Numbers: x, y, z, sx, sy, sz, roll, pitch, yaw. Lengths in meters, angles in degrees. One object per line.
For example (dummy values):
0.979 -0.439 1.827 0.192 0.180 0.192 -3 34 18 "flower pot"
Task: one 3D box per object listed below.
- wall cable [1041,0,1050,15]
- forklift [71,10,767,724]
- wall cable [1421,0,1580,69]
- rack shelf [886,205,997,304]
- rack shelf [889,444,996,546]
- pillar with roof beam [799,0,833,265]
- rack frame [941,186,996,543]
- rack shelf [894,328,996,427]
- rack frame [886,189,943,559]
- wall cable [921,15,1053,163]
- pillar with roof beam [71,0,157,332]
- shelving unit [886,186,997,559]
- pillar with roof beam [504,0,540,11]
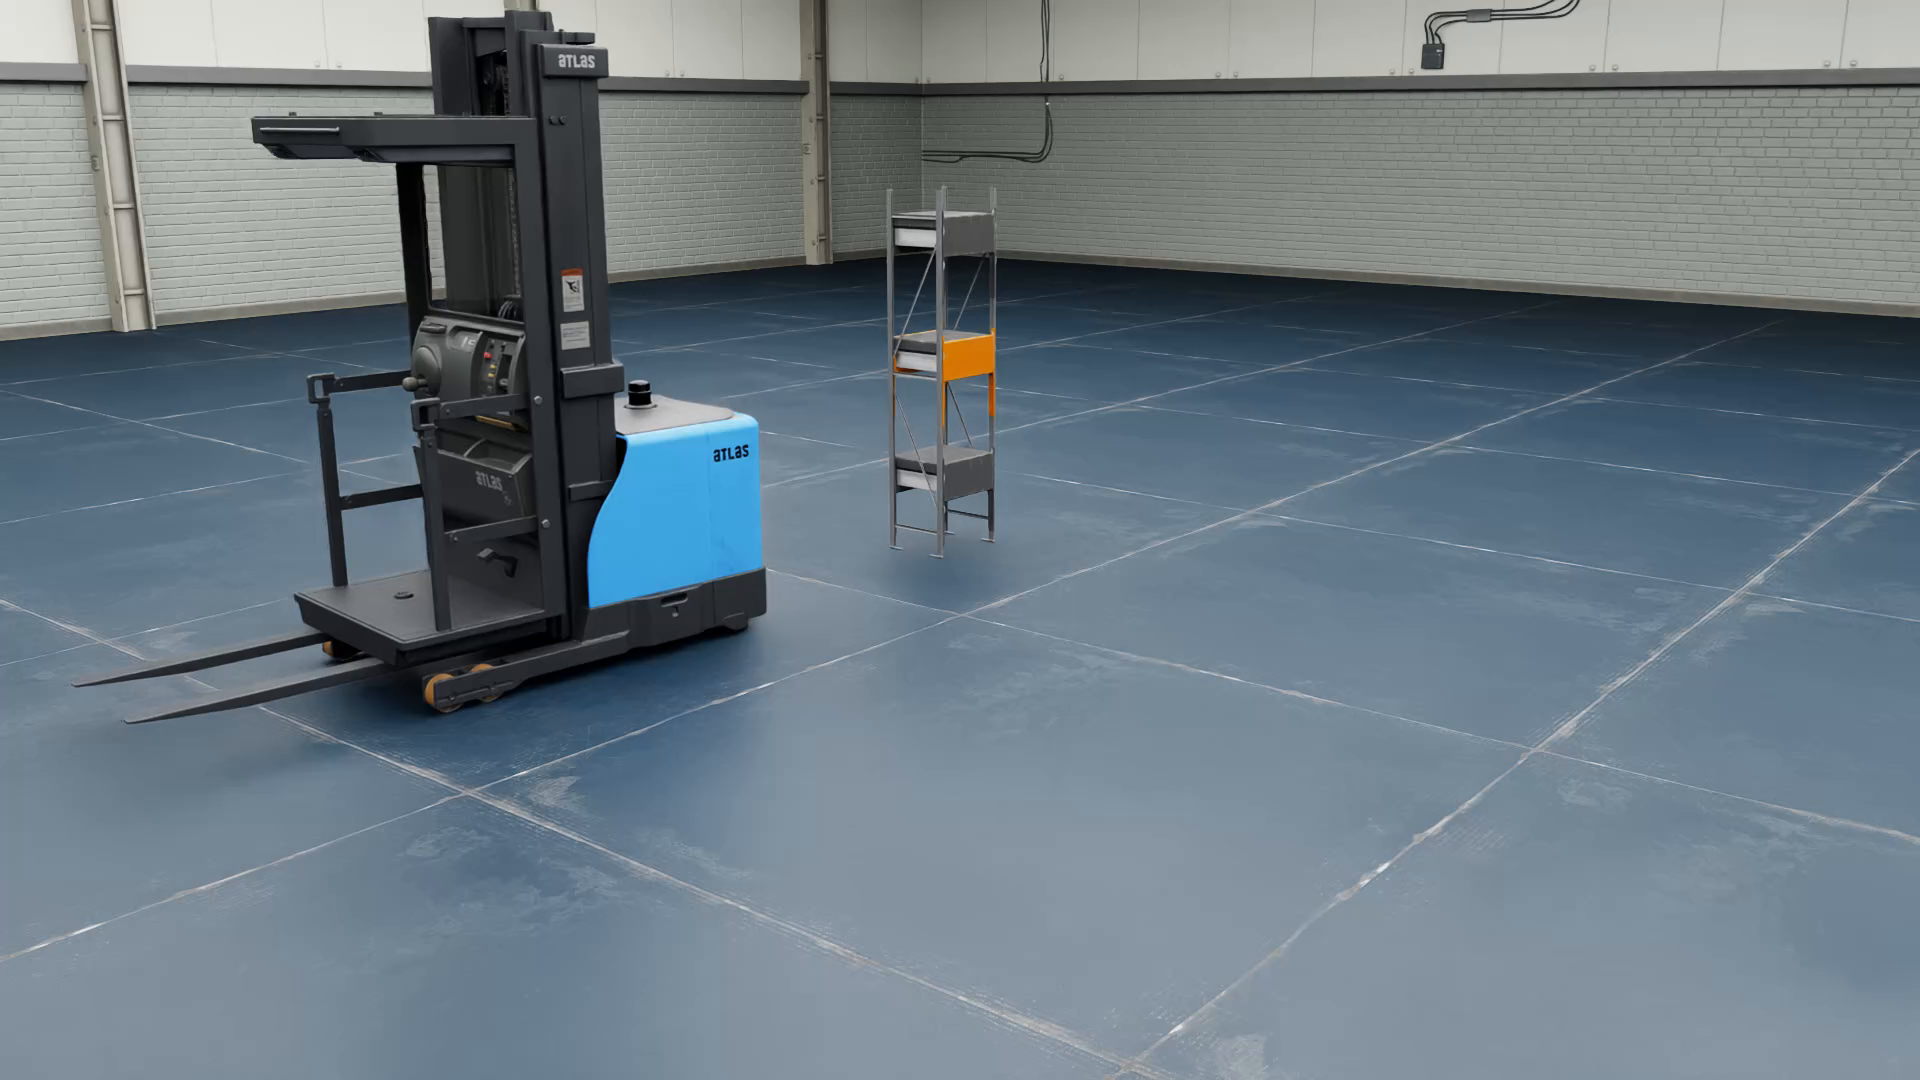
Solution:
2.507 -10.099 27.649 3.097 2.526 0.112 11 18 38 "wall cable"
-2.377 -0.817 7.387 3.031 2.935 1.130 -14 20 -43 "forklift"
7.777 -9.751 23.323 2.305 6.003 0.169 11 18 38 "wall cable"
-0.104 -1.651 9.571 0.431 0.518 0.480 11 18 38 "rack shelf"
-0.104 -0.294 9.915 0.431 0.518 0.480 11 18 38 "rack shelf"
0.871 -8.549 25.499 9.100 9.000 0.400 11 18 38 "pillar with roof beam"
0.049 -1.033 9.924 0.400 2.100 0.015 11 18 38 "rack frame"
-0.104 -0.973 9.743 0.431 0.518 0.480 11 18 38 "rack shelf"
-0.257 -0.939 9.556 0.400 2.100 0.015 11 18 38 "rack frame"
0.403 -8.070 29.919 3.097 2.526 0.112 11 18 38 "wall cable"
-6.671 -6.251 16.453 9.100 9.000 0.400 11 18 38 "pillar with roof beam"
-0.104 -0.986 9.740 0.431 2.100 0.503 11 18 38 "shelving unit"
-2.900 -7.400 20.976 9.100 9.000 0.400 11 18 38 "pillar with roof beam"
